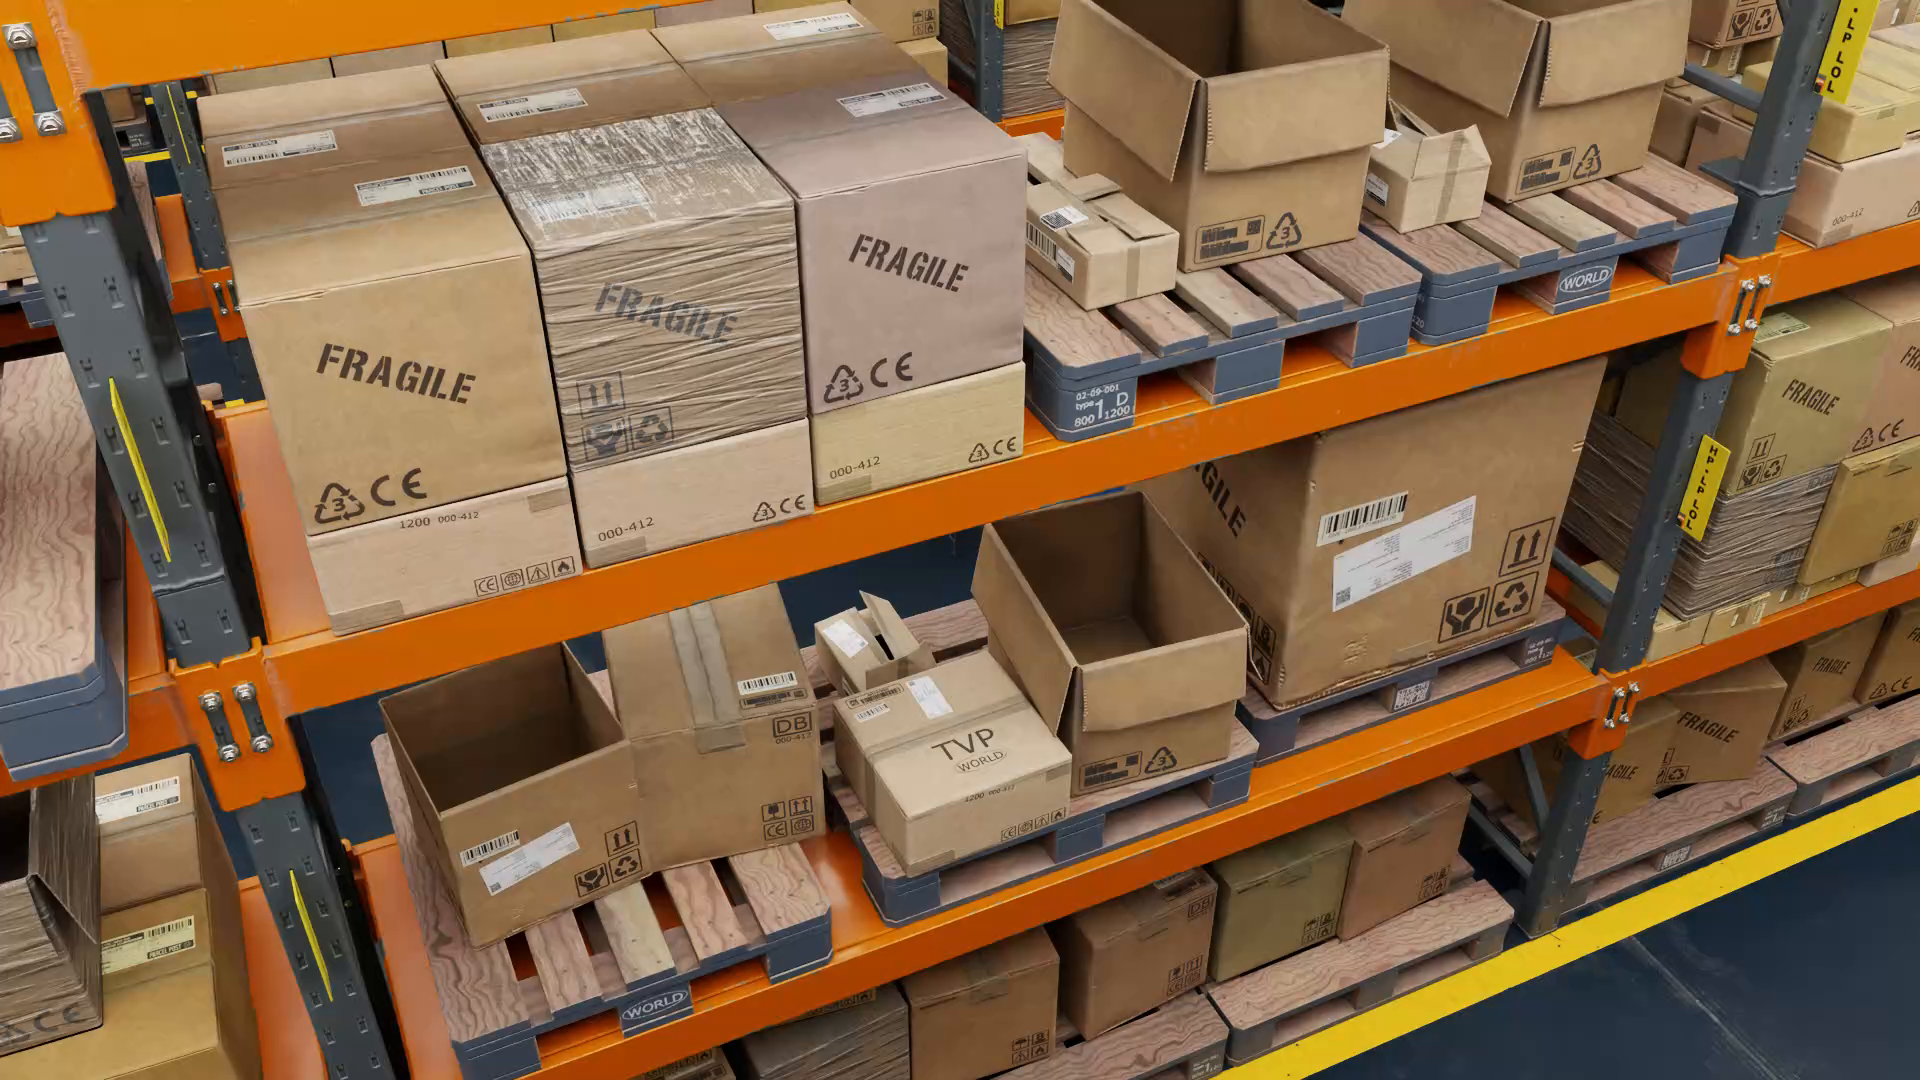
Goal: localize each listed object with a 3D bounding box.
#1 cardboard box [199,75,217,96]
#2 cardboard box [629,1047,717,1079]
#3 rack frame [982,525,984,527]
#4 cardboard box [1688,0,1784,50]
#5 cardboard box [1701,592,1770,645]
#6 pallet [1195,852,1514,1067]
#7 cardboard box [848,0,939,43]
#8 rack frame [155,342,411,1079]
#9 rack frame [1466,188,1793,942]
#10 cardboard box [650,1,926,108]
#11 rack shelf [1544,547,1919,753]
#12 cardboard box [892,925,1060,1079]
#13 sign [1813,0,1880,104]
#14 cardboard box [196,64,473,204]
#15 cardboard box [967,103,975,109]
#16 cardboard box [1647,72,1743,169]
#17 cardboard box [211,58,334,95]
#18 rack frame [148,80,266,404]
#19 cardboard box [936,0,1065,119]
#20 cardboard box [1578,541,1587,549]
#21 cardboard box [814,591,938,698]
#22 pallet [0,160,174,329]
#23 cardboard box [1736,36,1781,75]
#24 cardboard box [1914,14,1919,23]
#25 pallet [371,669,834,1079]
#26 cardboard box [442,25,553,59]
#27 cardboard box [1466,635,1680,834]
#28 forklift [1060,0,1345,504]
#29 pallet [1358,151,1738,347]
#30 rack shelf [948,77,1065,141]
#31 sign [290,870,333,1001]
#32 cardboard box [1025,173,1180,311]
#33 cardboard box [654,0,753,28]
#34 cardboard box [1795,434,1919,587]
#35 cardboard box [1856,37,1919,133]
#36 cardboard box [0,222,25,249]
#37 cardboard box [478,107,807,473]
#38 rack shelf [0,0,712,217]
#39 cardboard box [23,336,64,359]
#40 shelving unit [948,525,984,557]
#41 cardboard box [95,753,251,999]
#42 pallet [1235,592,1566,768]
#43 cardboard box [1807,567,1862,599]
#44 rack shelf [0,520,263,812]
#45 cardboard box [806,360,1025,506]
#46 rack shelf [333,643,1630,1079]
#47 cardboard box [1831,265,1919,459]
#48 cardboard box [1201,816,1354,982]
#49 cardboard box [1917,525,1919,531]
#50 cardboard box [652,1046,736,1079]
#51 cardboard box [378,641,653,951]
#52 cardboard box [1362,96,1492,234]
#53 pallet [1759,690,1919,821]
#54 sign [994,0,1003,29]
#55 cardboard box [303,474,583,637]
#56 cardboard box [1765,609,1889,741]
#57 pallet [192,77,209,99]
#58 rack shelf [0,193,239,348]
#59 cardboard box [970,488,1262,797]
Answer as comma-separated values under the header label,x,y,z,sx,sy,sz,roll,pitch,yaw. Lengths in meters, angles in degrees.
label,x,y,z,sx,sy,sz,roll,pitch,yaw
cardboard box,-5.338,-3.569,12.397,0.625,0.372,0.950,-18,40,-23
cardboard box,-1.049,1.366,4.989,0.500,0.250,0.500,-14,39,-18
rack frame,0.096,-0.509,7.929,0.006,1.200,0.240,-16,39,-20
cardboard box,2.277,-1.803,4.892,0.500,0.500,0.500,-17,40,-21
cardboard box,2.533,0.166,5.719,0.250,0.149,0.380,-16,39,-20
pallet,1.274,1.331,6.278,1.213,0.211,1.003,-16,39,-20
cardboard box,-0.485,-3.000,8.853,0.500,0.500,0.700,-16,40,-21
rack frame,-1.643,1.026,4.349,0.127,3.000,1.000,-16,39,-20
rack frame,1.978,0.014,5.714,0.127,3.000,1.000,-16,39,-20
cardboard box,-0.403,-0.928,3.962,0.500,0.500,0.500,-15,39,-19
rack shelf,3.789,-0.204,6.611,4.000,0.370,1.077,-16,39,-20
cardboard box,-0.038,1.378,5.603,0.500,0.500,0.700,-12,38,-16
sign,2.217,-1.259,4.147,0.005,0.325,0.100,-16,39,-20
cardboard box,-1.317,-0.675,3.621,0.500,0.500,0.500,-15,39,-19
cardboard box,0.562,-2.124,10.026,0.875,0.875,0.875,-15,39,-19
cardboard box,2.280,-1.387,5.210,0.500,0.250,0.500,-14,39,-18
cardboard box,-3.248,-2.224,7.808,0.500,0.500,0.700,-16,39,-20
rack frame,-3.659,-1.674,7.990,0.127,3.000,1.000,-16,39,-20
cardboard box,0.291,-2.847,9.445,0.550,0.550,0.875,-16,39,-20
cardboard box,2.278,-0.157,6.154,0.250,0.149,0.380,-16,39,-20
cardboard box,-0.248,0.344,5.029,0.258,0.266,0.396,-17,40,-21
pallet,-4.258,-1.360,7.726,1.003,0.211,1.213,-16,39,-20
cardboard box,2.431,-1.548,5.092,0.250,0.149,0.380,-15,39,-19
cardboard box,3.074,-1.454,4.966,0.250,0.149,0.380,-14,39,-19
pallet,-1.043,0.865,4.727,1.003,0.211,1.213,-16,39,-20
cardboard box,-2.327,-2.484,8.158,0.500,0.500,0.700,-16,40,-21
cardboard box,2.357,0.769,6.441,0.500,0.500,0.500,-17,40,-21
forklift,1.922,-1.215,7.427,3.031,2.935,1.130,-3,37,-4
pallet,1.374,-1.017,4.743,1.003,0.211,1.213,-16,39,-20
rack shelf,1.773,-2.904,10.251,4.000,0.370,1.077,-16,39,-20
sign,-1.404,0.859,3.601,0.005,0.325,0.100,-16,39,-20
cardboard box,0.324,-0.738,4.052,0.250,0.166,0.380,-17,40,-21
cardboard box,-1.407,-2.741,8.504,0.500,0.500,0.700,-15,39,-20
cardboard box,2.880,-0.334,5.849,0.500,0.500,0.875,-16,39,-20
cardboard box,2.616,-1.311,4.773,0.250,0.149,0.380,-18,40,-22
cardboard box,-4.153,-1.423,7.259,0.250,0.149,0.380,-14,39,-18
cardboard box,-0.647,-0.526,3.420,0.500,0.500,0.500,-15,39,-20
rack shelf,0.168,-1.440,3.578,4.000,0.370,1.077,-16,39,-20
cardboard box,-4.166,-0.826,7.962,0.500,0.250,0.500,-17,40,-21
shelving unit,0.013,-0.486,7.898,0.189,1.200,0.258,-16,39,-20
cardboard box,-2.198,0.962,4.351,0.500,0.500,0.500,-14,39,-19
pallet,1.225,0.206,5.616,1.213,0.211,1.003,-16,39,-20
cardboard box,2.969,0.019,5.917,0.250,0.149,0.380,-16,39,-20
rack shelf,-3.453,0.616,2.987,4.000,0.370,1.077,-16,39,-20
cardboard box,-0.183,-0.365,3.833,0.500,0.250,0.500,-15,39,-19
rack shelf,0.168,0.809,5.246,4.000,0.370,1.077,-16,39,-20
cardboard box,2.946,-0.652,5.438,0.500,0.500,0.500,-16,39,-20
cardboard box,0.974,1.095,5.985,0.500,0.500,0.700,-16,39,-20
cardboard box,3.422,-0.107,6.088,0.250,0.149,0.380,-16,39,-20
cardboard box,-1.045,1.673,5.206,0.500,0.500,0.700,-18,40,-22
cardboard box,-1.171,0.659,4.407,0.500,0.500,0.500,-21,41,-25
cardboard box,1.170,-1.014,4.342,0.258,0.266,0.396,-14,39,-18
pallet,3.677,0.633,7.219,1.213,0.211,1.003,-16,39,-20
sign,0.202,-2.830,8.642,0.005,0.325,0.100,-16,39,-20
cardboard box,-1.109,-0.100,3.475,0.500,0.250,0.500,-15,39,-19
cardboard box,3.401,0.421,6.911,0.500,0.500,0.500,-19,41,-24
pallet,-5.145,-3.395,12.650,1.213,0.211,1.003,-16,39,-20
rack shelf,-5.469,-0.879,7.521,4.000,0.370,1.077,-16,39,-20
cardboard box,0.448,0.292,4.899,0.637,0.503,0.797,-12,38,-15
